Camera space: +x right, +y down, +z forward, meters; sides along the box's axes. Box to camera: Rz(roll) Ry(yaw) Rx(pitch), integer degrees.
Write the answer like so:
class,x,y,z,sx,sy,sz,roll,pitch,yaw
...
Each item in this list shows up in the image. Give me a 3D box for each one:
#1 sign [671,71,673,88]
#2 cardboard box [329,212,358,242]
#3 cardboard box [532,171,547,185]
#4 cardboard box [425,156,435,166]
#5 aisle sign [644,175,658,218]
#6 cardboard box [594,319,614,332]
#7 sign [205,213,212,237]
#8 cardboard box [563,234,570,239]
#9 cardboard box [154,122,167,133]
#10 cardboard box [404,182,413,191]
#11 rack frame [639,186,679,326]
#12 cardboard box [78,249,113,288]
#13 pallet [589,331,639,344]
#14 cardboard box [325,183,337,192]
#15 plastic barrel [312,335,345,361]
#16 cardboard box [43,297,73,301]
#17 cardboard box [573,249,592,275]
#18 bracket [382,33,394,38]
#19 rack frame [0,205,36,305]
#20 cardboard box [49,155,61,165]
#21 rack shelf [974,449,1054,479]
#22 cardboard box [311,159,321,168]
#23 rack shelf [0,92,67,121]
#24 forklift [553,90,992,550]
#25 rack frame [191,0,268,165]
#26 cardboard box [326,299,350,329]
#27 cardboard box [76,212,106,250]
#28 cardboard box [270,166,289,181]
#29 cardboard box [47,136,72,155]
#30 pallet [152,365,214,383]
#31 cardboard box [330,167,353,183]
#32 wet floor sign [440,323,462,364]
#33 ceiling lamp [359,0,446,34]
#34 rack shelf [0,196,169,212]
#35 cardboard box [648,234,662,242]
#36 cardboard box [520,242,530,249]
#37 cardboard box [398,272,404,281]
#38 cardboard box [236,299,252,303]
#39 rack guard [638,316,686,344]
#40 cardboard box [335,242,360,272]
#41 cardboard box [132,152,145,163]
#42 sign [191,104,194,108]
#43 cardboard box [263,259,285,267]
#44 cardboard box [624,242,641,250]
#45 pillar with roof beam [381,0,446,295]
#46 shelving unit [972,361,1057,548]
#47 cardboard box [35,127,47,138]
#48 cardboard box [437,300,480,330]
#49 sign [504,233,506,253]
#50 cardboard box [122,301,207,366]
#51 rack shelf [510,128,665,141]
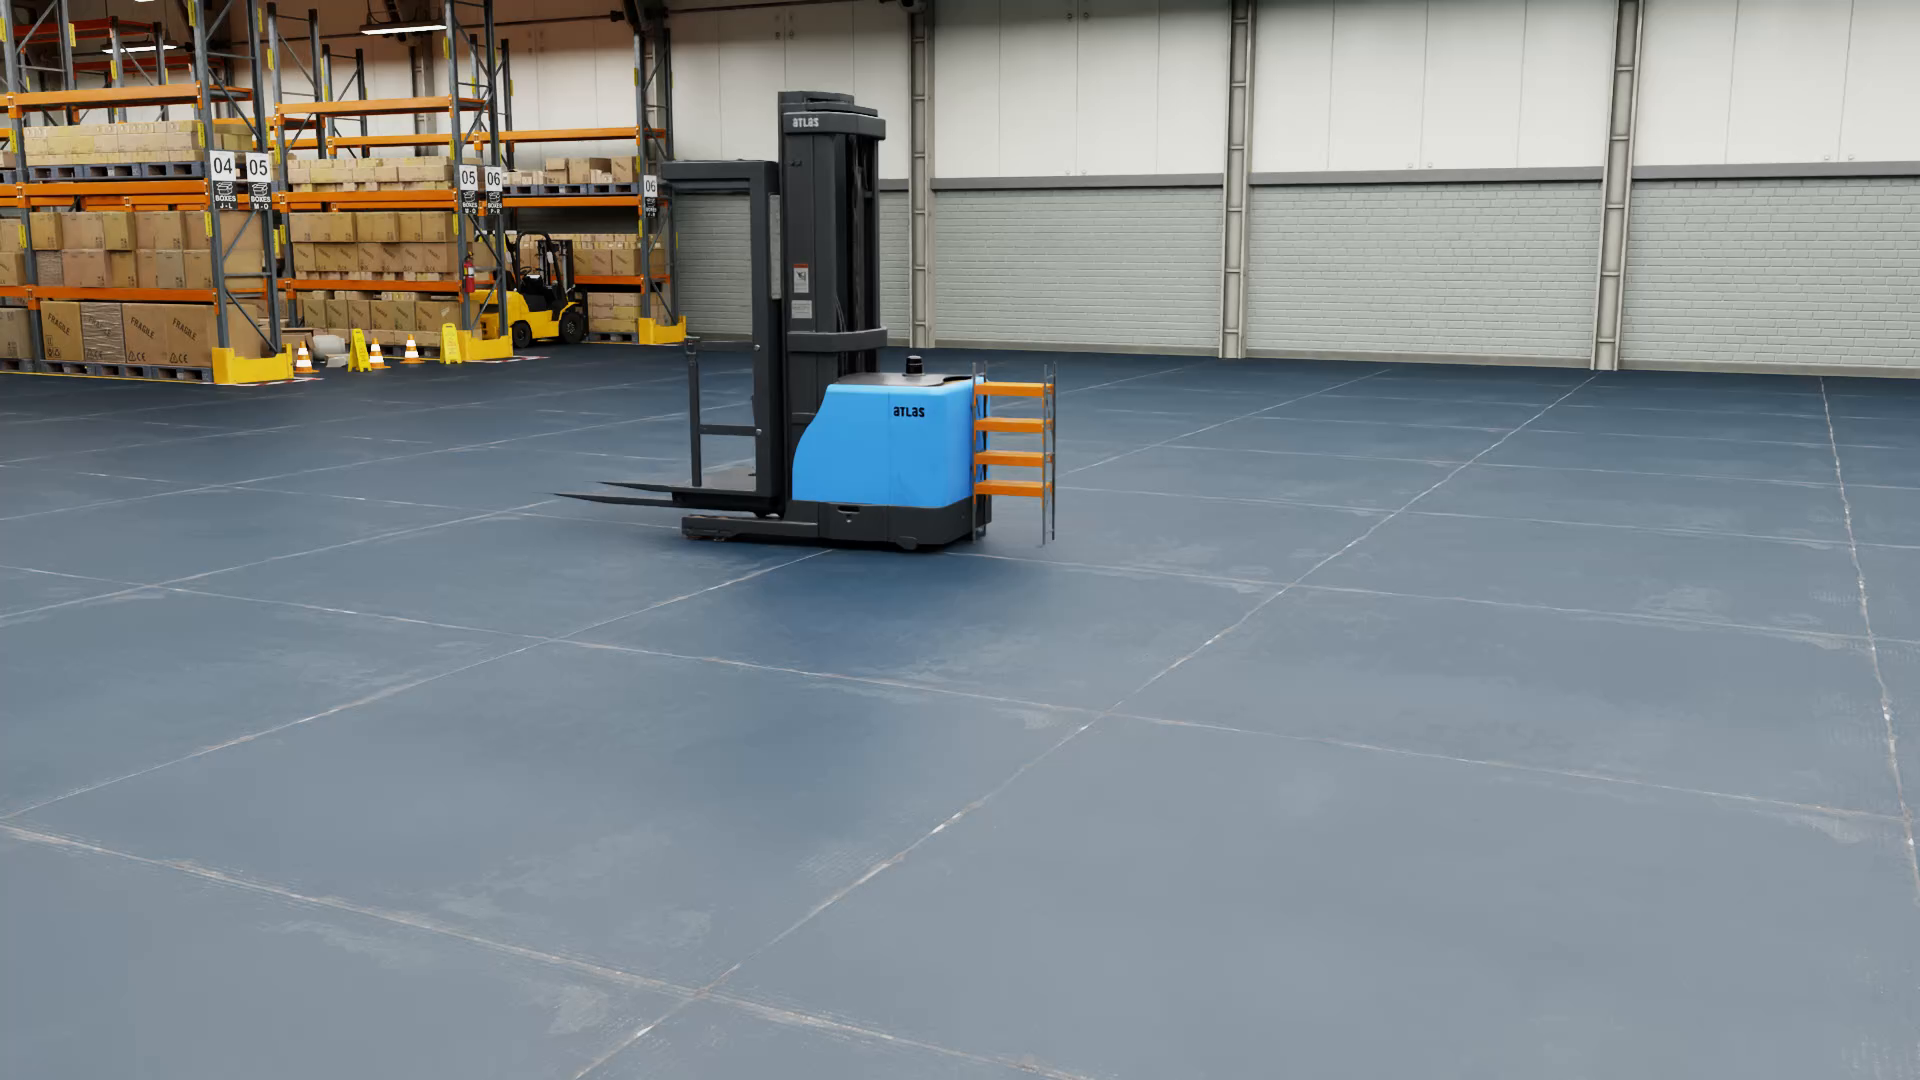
class,x,y,z,sx,sy,sz,roll,pitch,yaw
sign,-5.607,-8.936,32.272,0.005,0.325,0.100,5,11,26
cardboard box,-10.453,-5.412,28.785,0.500,0.500,0.700,5,11,25
cardboard box,-8.249,-7.174,32.942,0.258,0.266,0.396,5,11,24
cardboard box,-8.699,-6.316,27.752,0.250,0.149,0.380,5,12,27
aisle sign,-5.929,-6.586,31.897,0.004,0.787,0.394,5,11,26
cardboard box,-6.861,-4.240,32.774,0.500,0.250,0.500,5,11,26
sign,-10.403,-4.368,23.025,0.005,0.325,0.100,5,11,26
cardboard box,-7.651,-5.988,32.956,0.250,0.149,0.380,5,11,27
cardboard box,-11.056,-5.780,23.329,0.250,0.149,0.380,5,12,27
cardboard box,-9.153,-5.973,28.092,0.250,0.149,0.380,5,11,26
rack frame,-5.858,-5.359,32.416,0.127,3.000,1.000,5,11,26
cardboard box,-12.466,-4.028,24.642,0.550,0.550,0.875,5,11,26
pallet,-6.563,-4.040,32.961,1.213,0.211,1.003,5,11,26
cardboard box,-10.779,-6.112,28.861,0.250,0.149,0.380,5,12,28
plastic barrel,-10.573,-3.219,27.827,0.512,0.421,0.421,-4,11,-23
cardboard box,-17.408,-4.566,32.825,0.875,0.875,0.875,5,12,27
cardboard box,-7.337,-5.487,32.847,0.500,0.500,0.500,5,11,25
bracket,-11.994,-10.730,35.140,0.430,0.232,0.235,5,11,26
rack frame,-18.813,-5.511,33.259,0.127,3.000,1.000,5,11,26
cardboard box,-13.106,-5.568,24.393,0.250,0.149,0.380,5,11,26
rack shelf,0.360,-0.509,11.054,0.480,0.148,0.258,4,11,20
cardboard box,-11.021,-6.511,28.825,0.250,0.149,0.380,5,11,24
rack shelf,-15.531,-6.641,25.800,4.000,0.370,1.077,5,11,26
forklift,-1.354,-1.515,11.374,3.031,2.935,1.130,4,11,20
rack frame,-10.151,-6.719,23.088,0.127,3.000,1.000,5,11,26
cardboard box,-10.743,-3.974,29.199,0.500,0.500,0.500,6,12,28
cardboard box,-12.454,-4.564,24.570,0.550,0.550,0.875,5,11,26
cardboard box,-12.226,-6.513,29.611,0.500,0.250,0.500,5,11,25
cardboard box,-12.970,-5.764,24.359,0.500,0.250,0.500,5,11,25
pallet,-10.902,-2.445,24.150,1.213,0.211,1.003,5,11,26
cardboard box,-10.455,-6.270,28.617,0.500,0.250,0.500,5,11,26
wet floor sign,-8.354,-3.221,27.217,0.267,0.644,0.232,-10,14,-43
ceiling lamp,-10.294,-11.136,31.104,2.000,3.185,0.800,5,11,26
rack shelf,-17.019,-6.476,32.185,4.000,0.370,1.077,5,11,26
cardboard box,-6.065,-5.934,32.658,0.250,0.149,0.380,5,11,25
cardboard box,-8.609,-5.908,33.347,0.250,0.149,0.380,5,12,27
cardboard box,-9.390,-4.521,28.495,0.250,0.149,0.380,5,11,27
cardboard box,-15.804,-5.167,37.194,0.500,0.500,0.500,5,11,25
rack guard,-5.837,-4.127,32.628,0.348,0.500,1.175,5,11,26
cardboard box,-10.462,-4.920,28.875,0.500,0.500,0.500,5,11,25
cardboard box,-11.512,-5.428,23.620,0.250,0.149,0.380,5,11,25
sign,-16.876,-9.670,36.546,0.005,0.325,0.100,5,11,26
cardboard box,-12.222,-4.960,29.741,0.250,0.149,0.380,5,11,27
cardboard box,-6.293,-5.710,32.253,0.250,0.149,0.380,5,11,27
pillar with roof beam,-13.369,-8.295,31.794,0.548,9.000,9.100,5,11,26
shelving unit,0.360,-0.576,11.042,0.503,1.200,0.258,4,11,20
cardboard box,-13.332,-5.980,24.433,0.250,0.149,0.380,5,11,25
cardboard box,-8.674,-3.898,28.780,0.500,0.500,0.500,5,11,24
sign,-7.811,-5.078,28.436,0.005,0.325,0.100,5,11,26
cardboard box,-11.578,-3.040,24.392,0.875,0.875,0.875,5,11,25
rack shelf,-7.652,-8.014,32.835,3.809,0.124,0.919,5,11,26
